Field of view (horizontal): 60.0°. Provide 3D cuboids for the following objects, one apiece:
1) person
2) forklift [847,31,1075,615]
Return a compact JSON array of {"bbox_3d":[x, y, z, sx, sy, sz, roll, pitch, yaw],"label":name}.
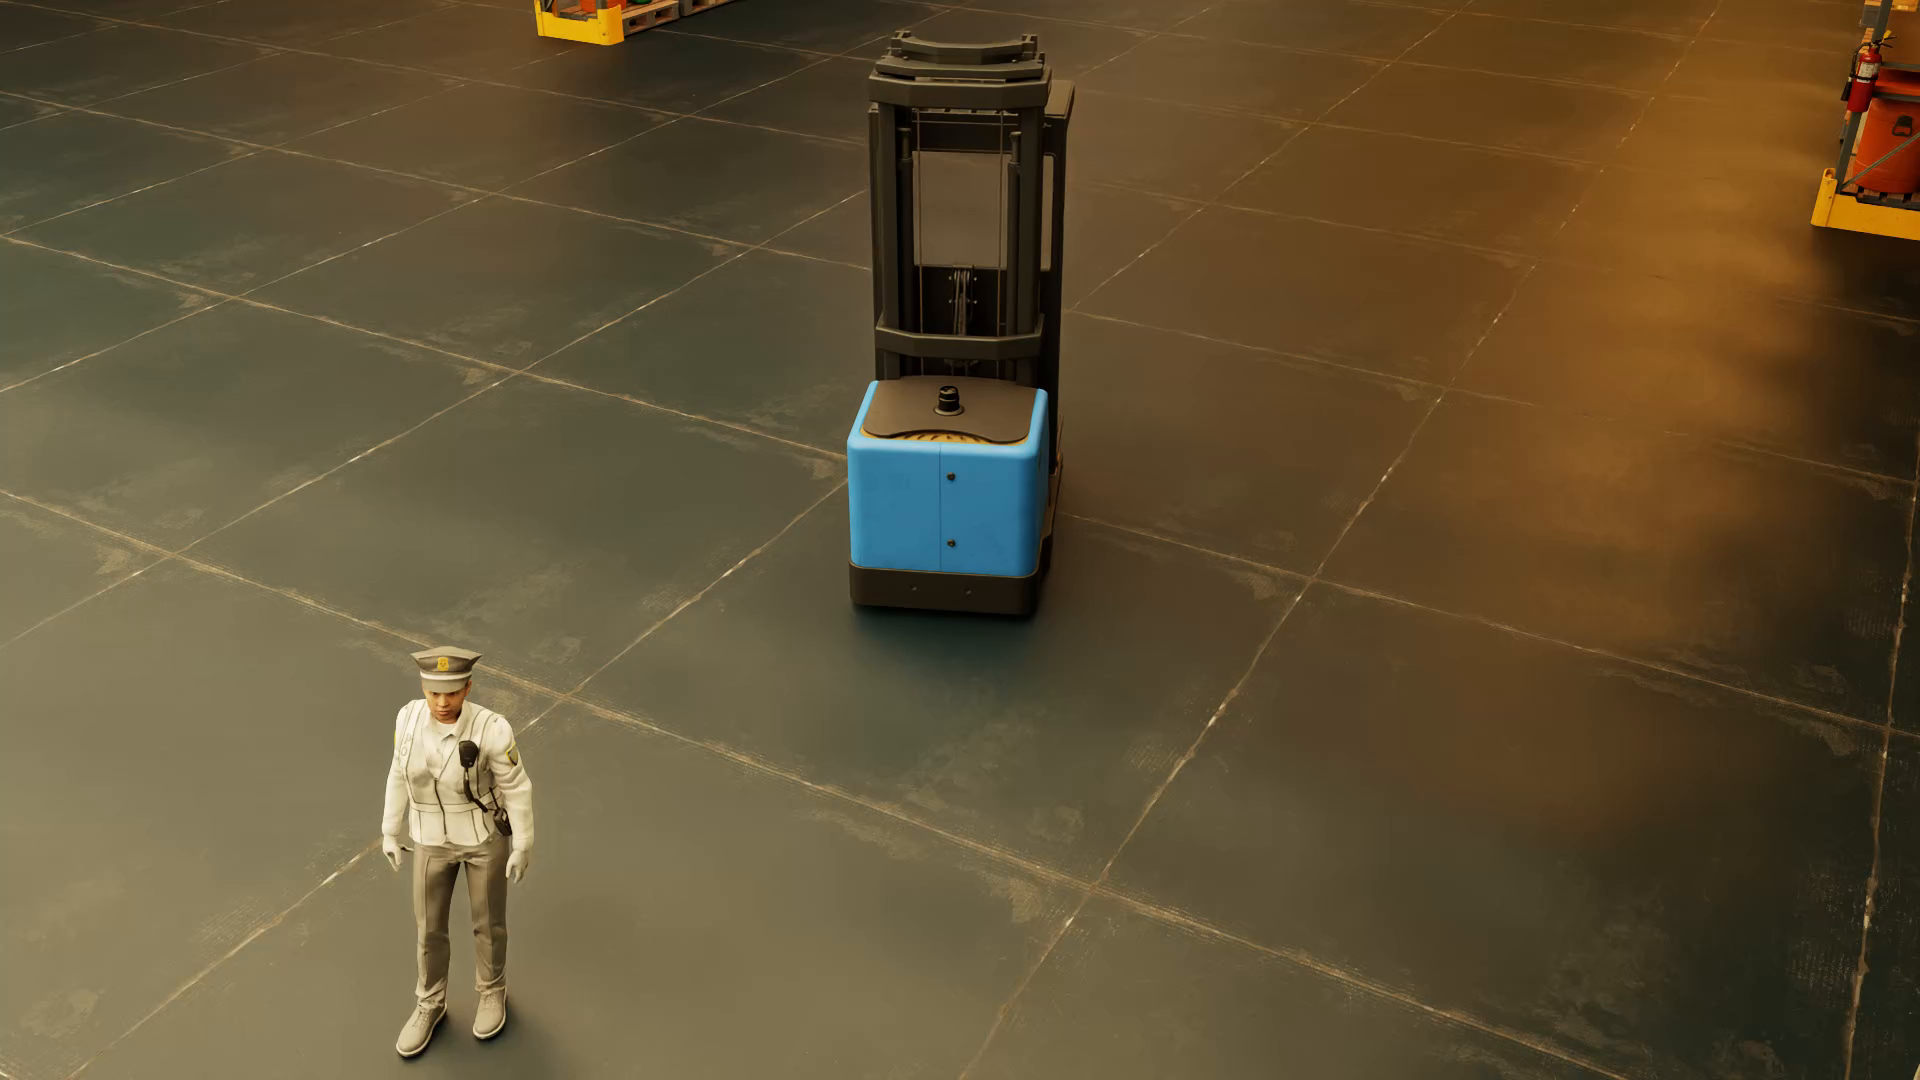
[{"bbox_3d":[-1.906,1.166,6.273,0.587,1.694,0.530,2,30,3],"label":"person"},{"bbox_3d":[0.072,-1.572,9.794,1.130,2.935,3.031,3,30,6],"label":"forklift"}]
